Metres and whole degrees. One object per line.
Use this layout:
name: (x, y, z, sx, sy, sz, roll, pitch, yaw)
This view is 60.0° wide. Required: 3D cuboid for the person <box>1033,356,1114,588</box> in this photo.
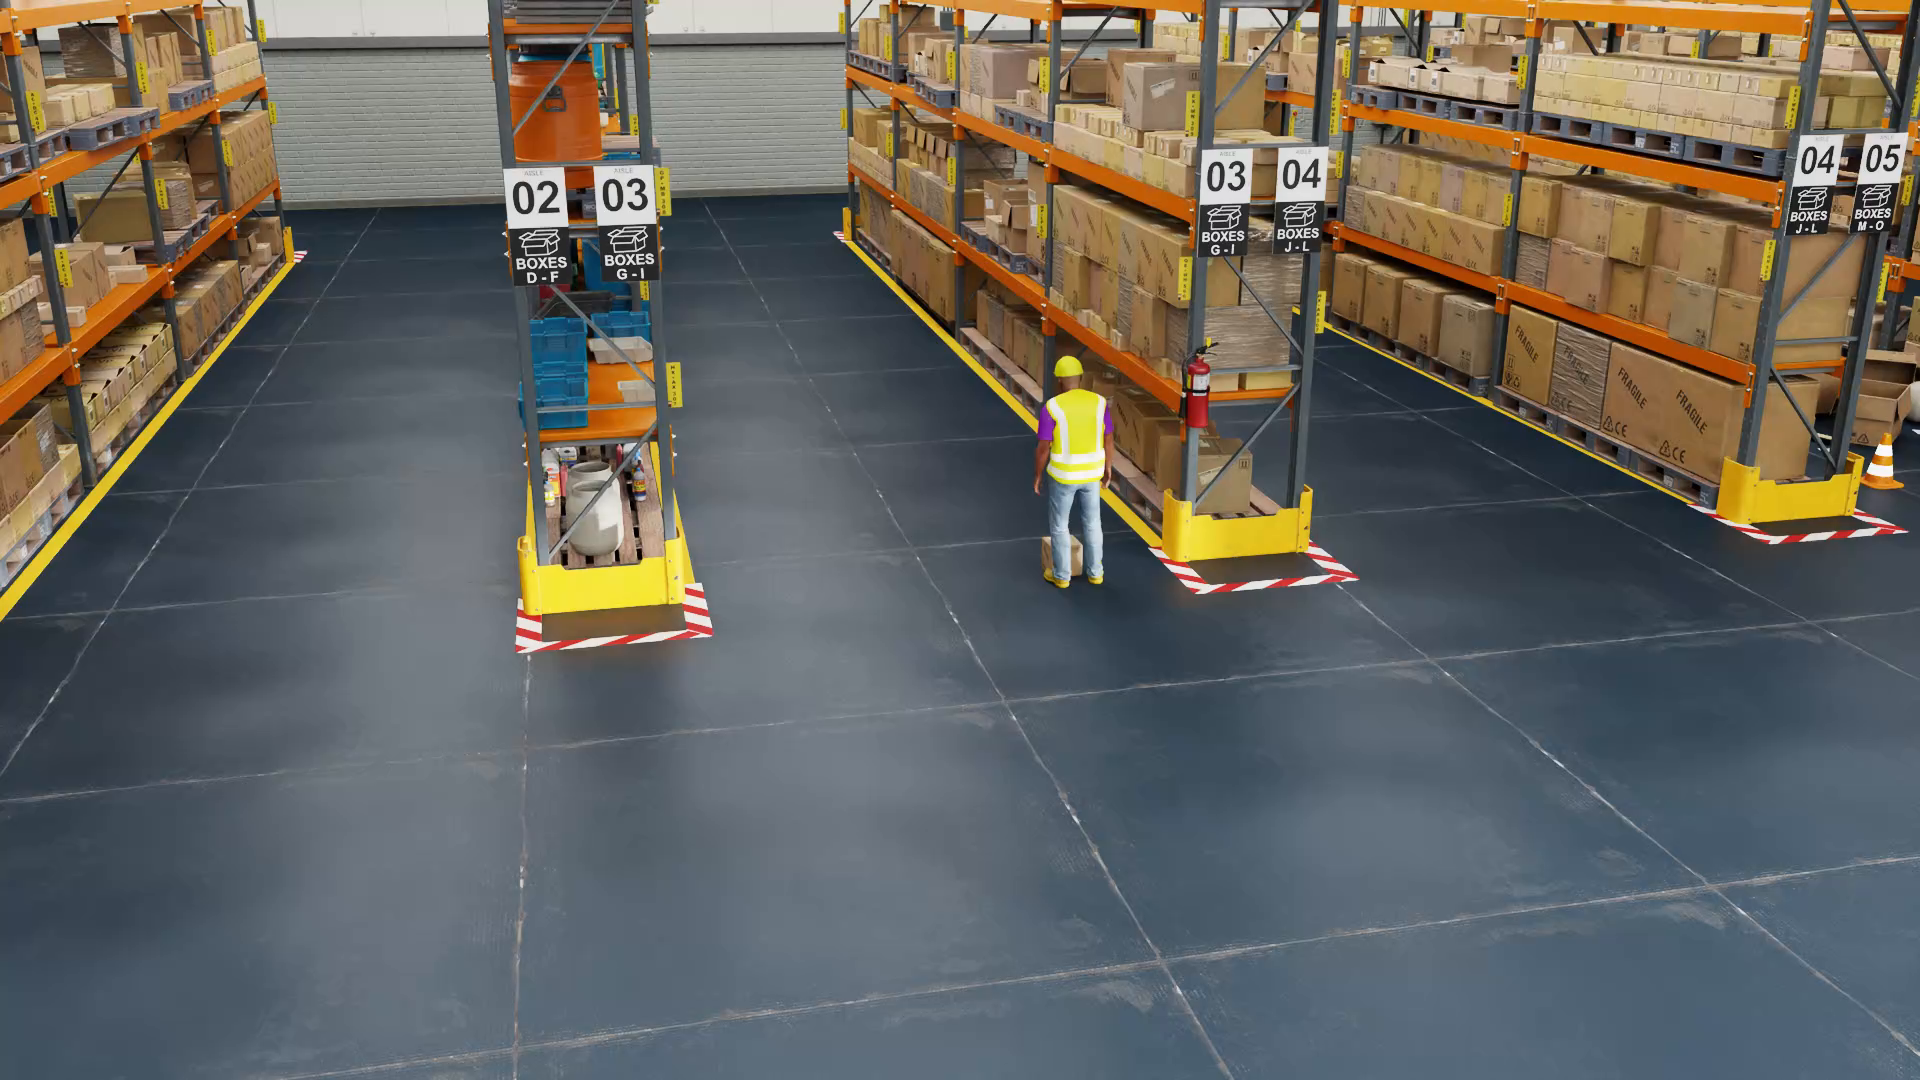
person: (0.848, -0.511, 12.489, 0.633, 1.759, 0.462, -6, 20, -16)
